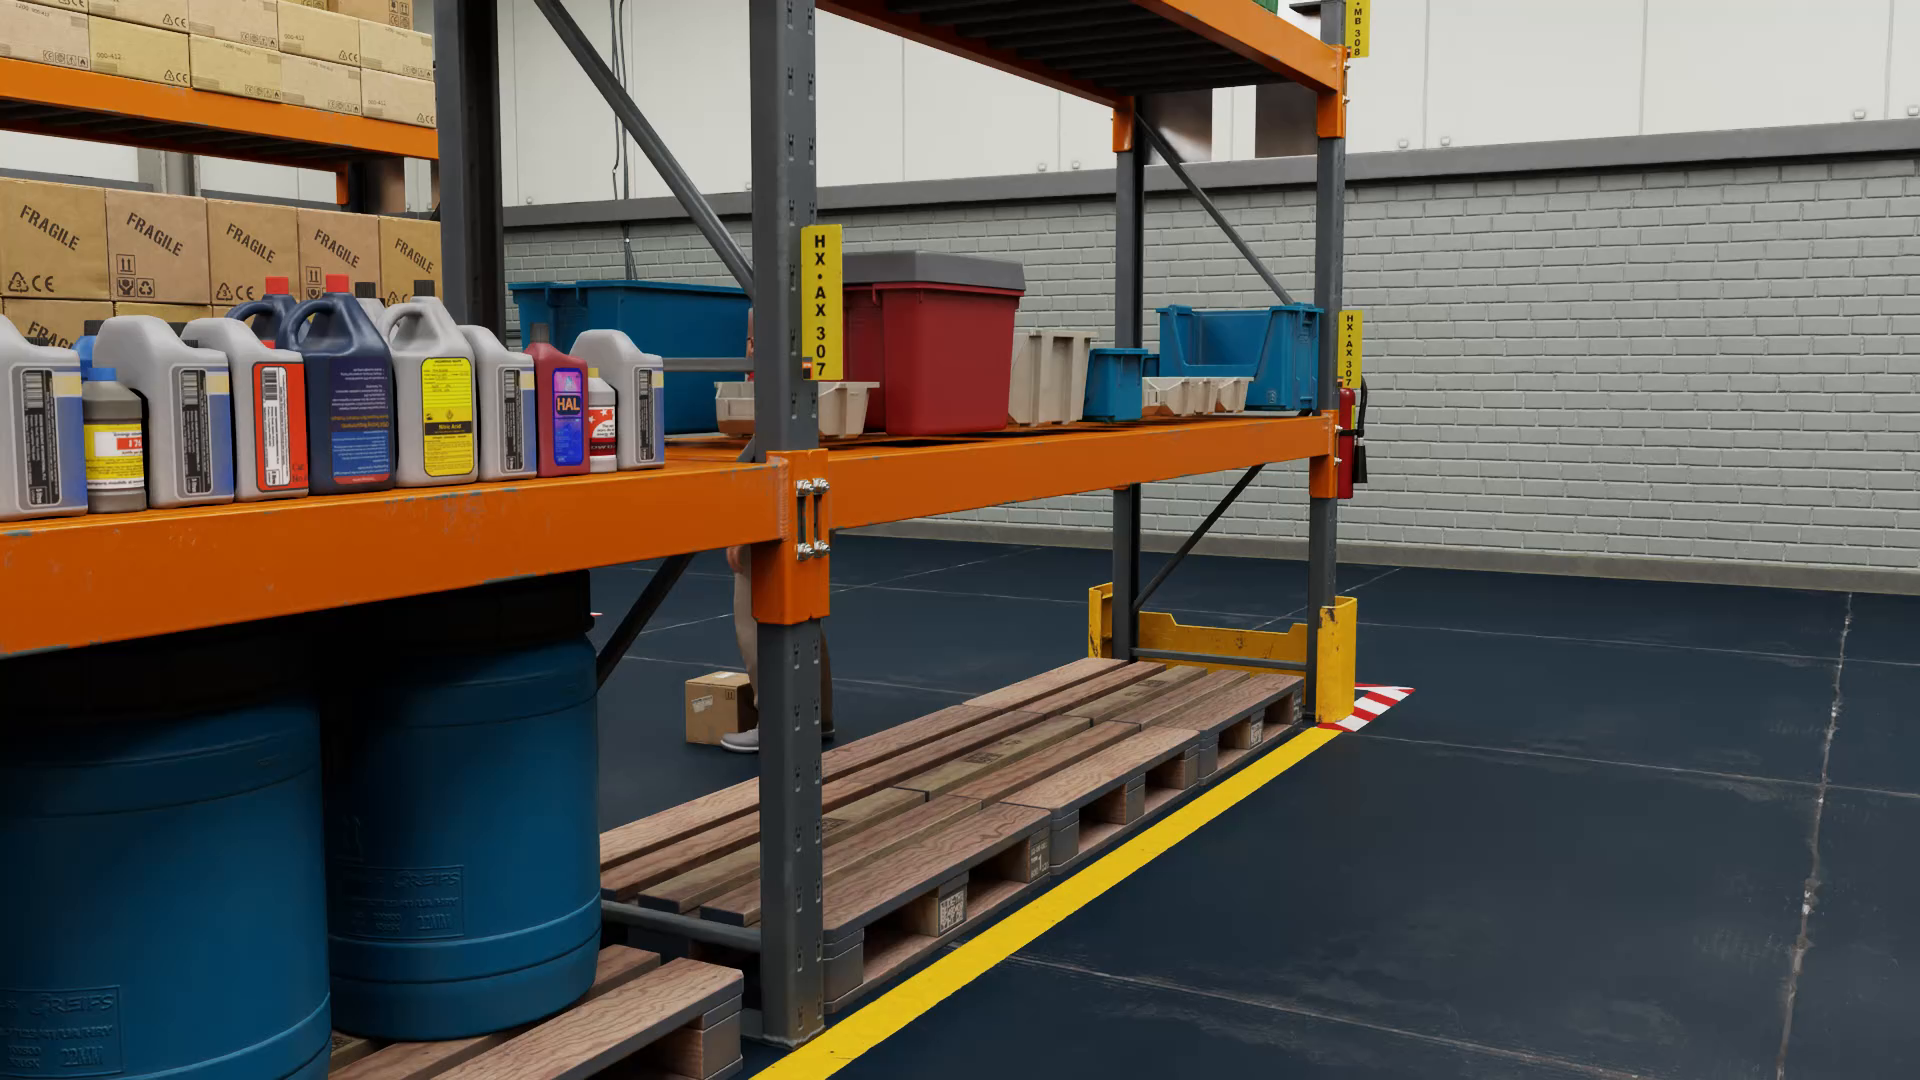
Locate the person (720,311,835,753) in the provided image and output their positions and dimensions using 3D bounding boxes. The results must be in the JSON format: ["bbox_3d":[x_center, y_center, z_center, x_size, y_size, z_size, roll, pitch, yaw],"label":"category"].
[{"bbox_3d":[-0.714,-0.038,6.564,0.387,1.728,0.606,3,7,25],"label":"person"}]
